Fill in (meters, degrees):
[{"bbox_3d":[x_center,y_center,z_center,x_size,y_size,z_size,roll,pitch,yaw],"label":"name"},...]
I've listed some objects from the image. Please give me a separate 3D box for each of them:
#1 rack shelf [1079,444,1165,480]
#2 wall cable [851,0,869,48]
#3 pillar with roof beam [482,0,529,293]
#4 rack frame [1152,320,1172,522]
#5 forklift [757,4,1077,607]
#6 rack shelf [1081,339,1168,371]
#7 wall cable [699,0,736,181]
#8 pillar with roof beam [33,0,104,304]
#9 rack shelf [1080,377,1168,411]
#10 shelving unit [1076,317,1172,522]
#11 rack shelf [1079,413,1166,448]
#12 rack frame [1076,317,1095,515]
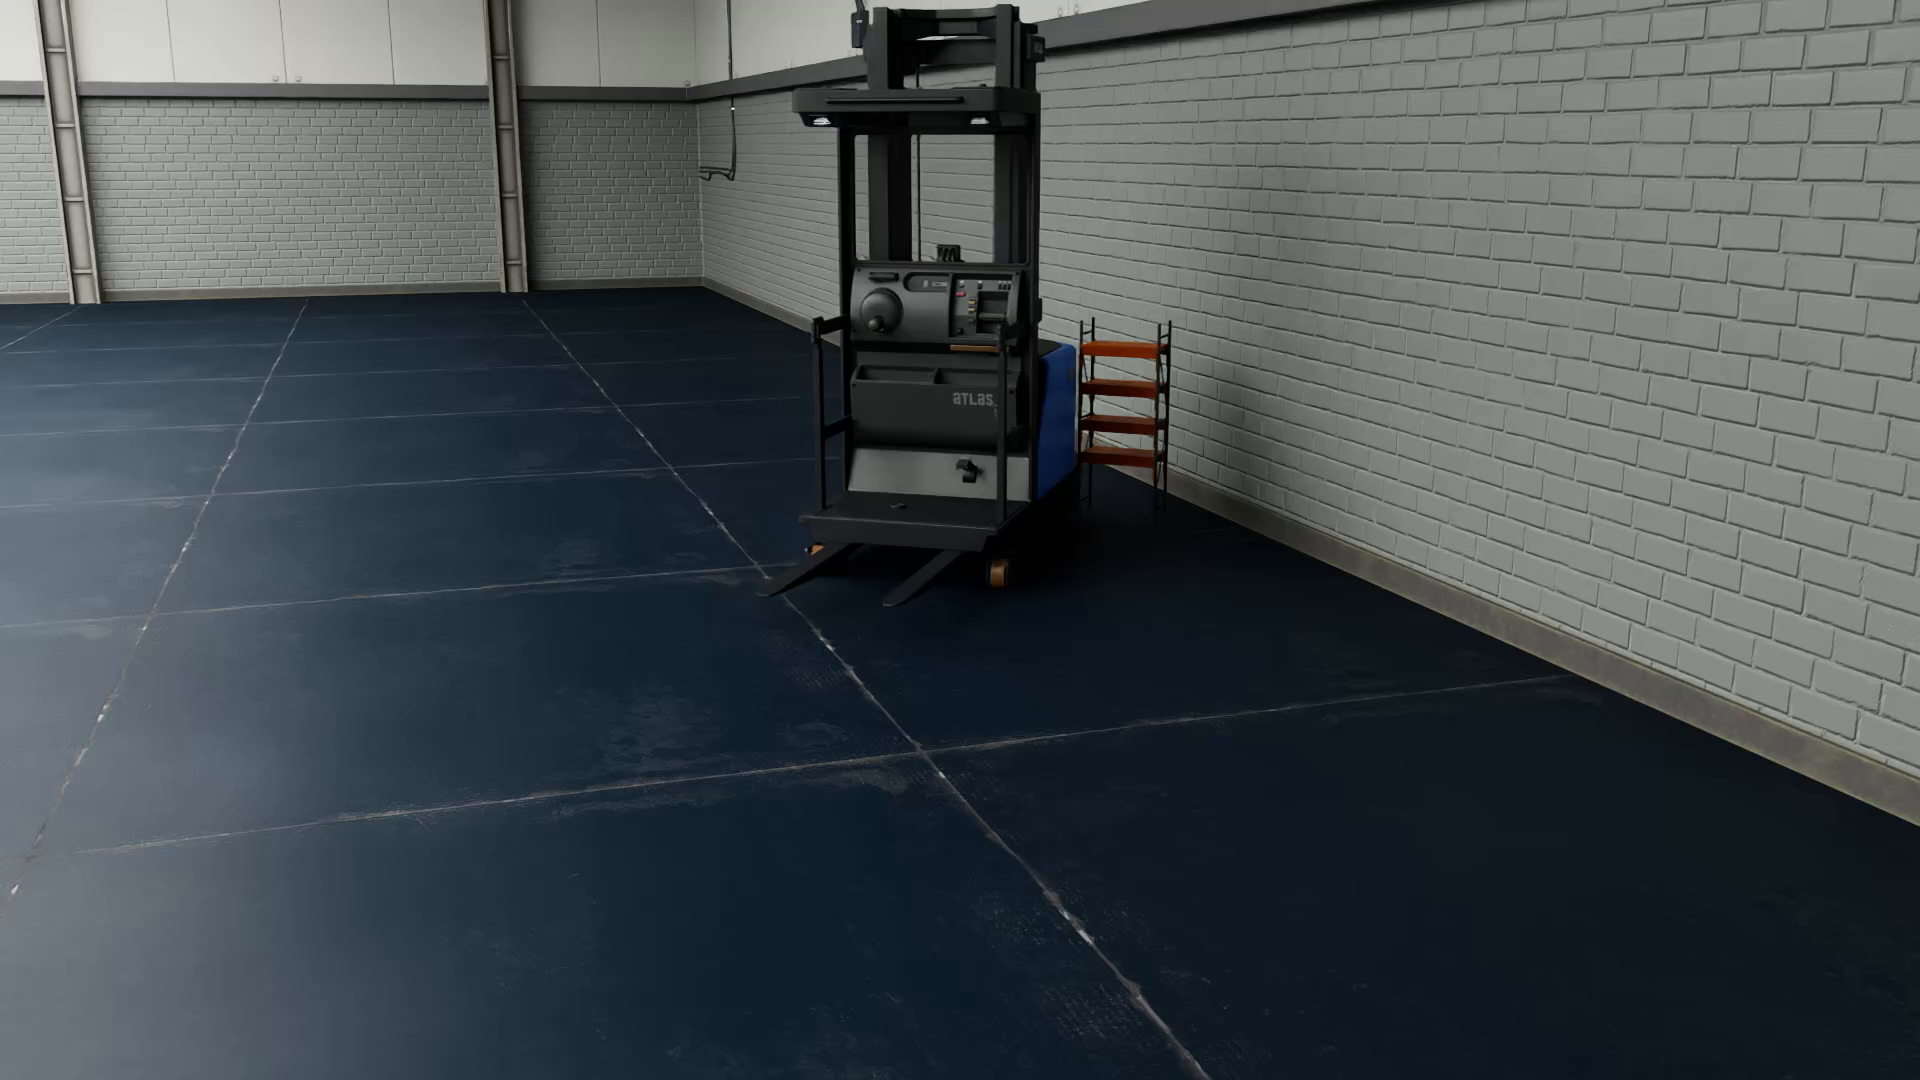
[{"bbox_3d":[0.999,-0.480,10.216,0.480,0.148,0.258,6,14,23],"label":"rack shelf"},{"bbox_3d":[-0.719,-7.752,15.436,0.169,6.003,2.305,-4,14,-18],"label":"wall cable"},{"bbox_3d":[-5.573,-7.309,20.923,0.400,9.000,9.100,-4,14,-18],"label":"pillar with roof beam"},{"bbox_3d":[1.222,-0.716,10.060,0.015,1.200,0.240,6,14,23],"label":"rack frame"},{"bbox_3d":[-0.189,-1.273,8.659,1.130,2.935,3.031,4,14,16],"label":"forklift"},{"bbox_3d":[0.999,-1.121,10.065,0.480,0.148,0.258,6,14,23],"label":"rack shelf"},{"bbox_3d":[-3.732,-6.670,24.947,0.112,2.526,3.097,-4,14,-18],"label":"wall cable"},{"bbox_3d":[-11.259,-6.866,19.062,0.400,9.000,9.100,-4,14,-18],"label":"pillar with roof beam"},{"bbox_3d":[0.999,-0.891,10.119,0.480,0.148,0.258,6,14,23],"label":"rack shelf"},{"bbox_3d":[0.999,-0.739,10.155,0.503,1.200,0.258,6,14,23],"label":"shelving unit"},{"bbox_3d":[0.999,-0.673,10.170,0.480,0.148,0.258,6,14,23],"label":"rack shelf"},{"bbox_3d":[0.775,-0.761,10.250,0.015,1.200,0.240,6,14,23],"label":"rack frame"}]
